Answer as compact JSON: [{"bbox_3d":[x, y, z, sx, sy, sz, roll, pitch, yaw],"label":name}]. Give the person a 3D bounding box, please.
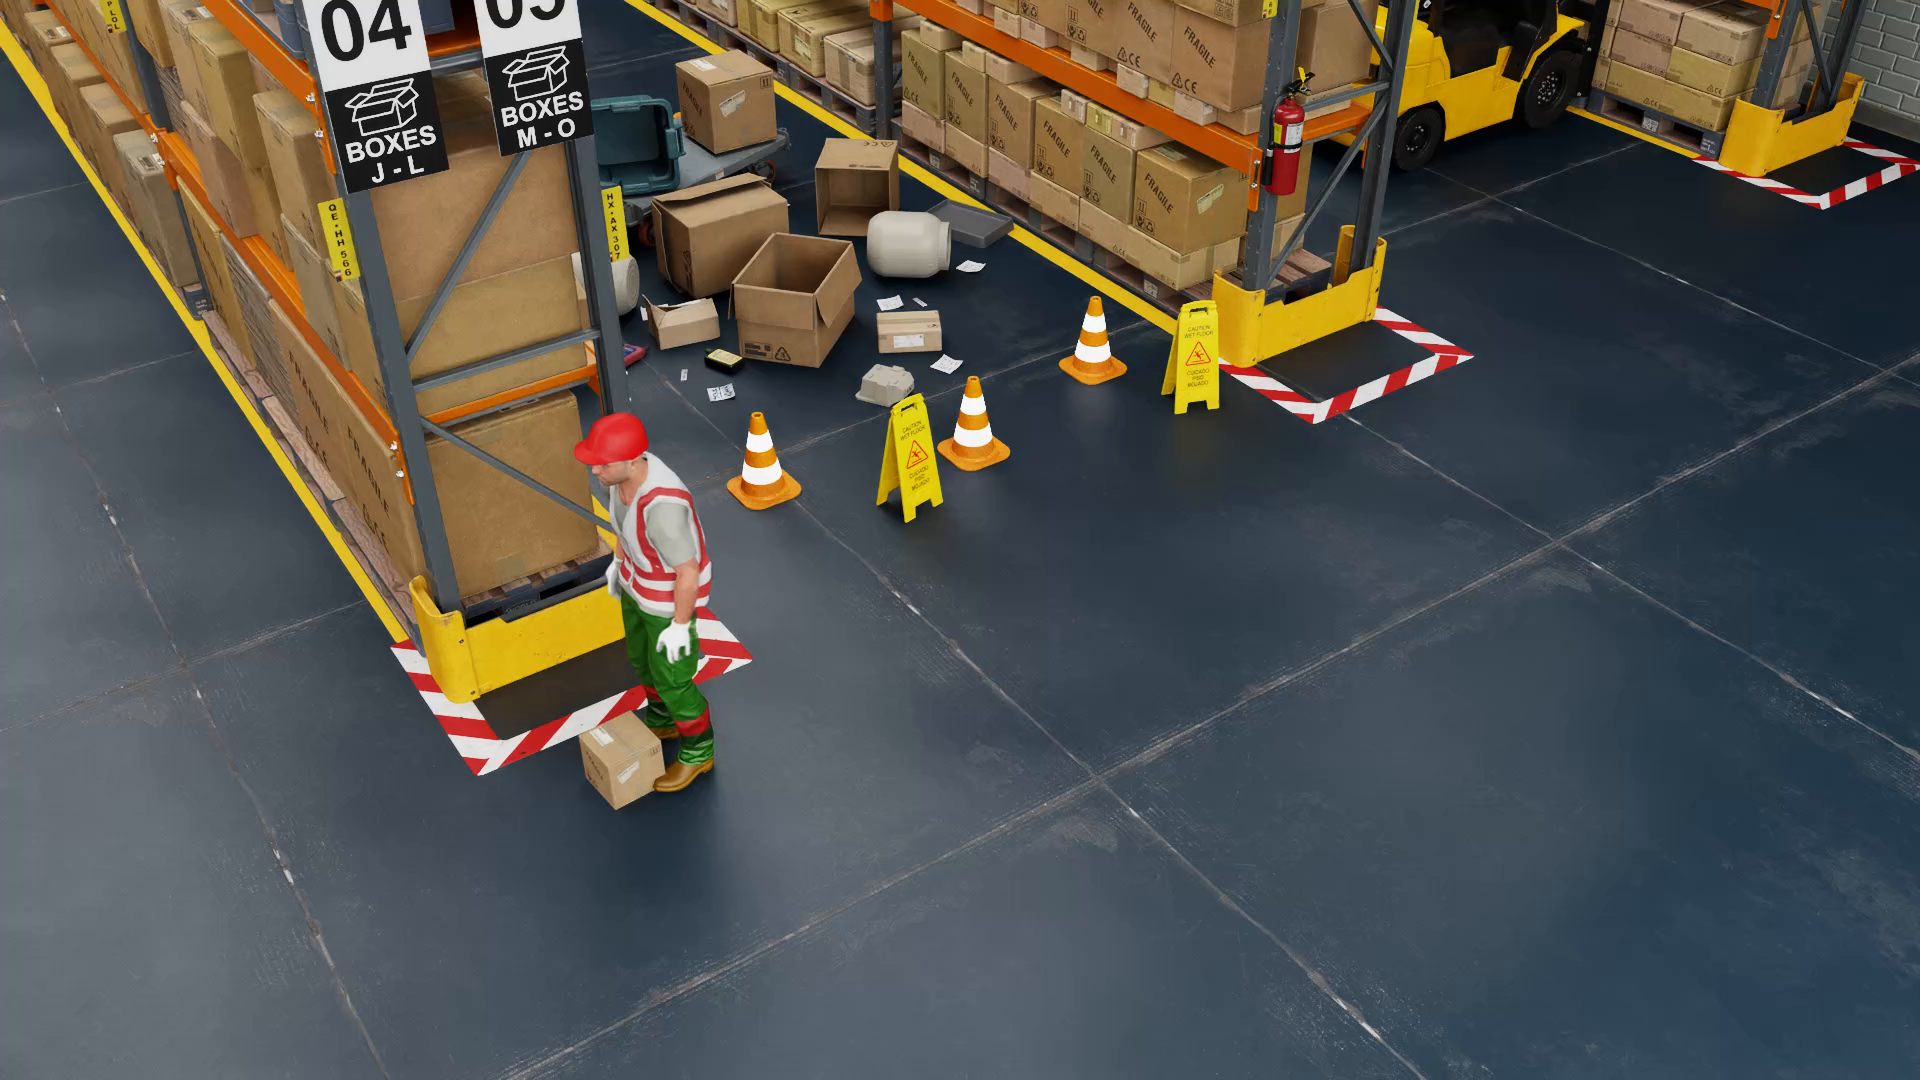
[{"bbox_3d":[-1.237,0.233,6.670,0.452,1.779,0.607,-23,42,-28],"label":"person"}]
